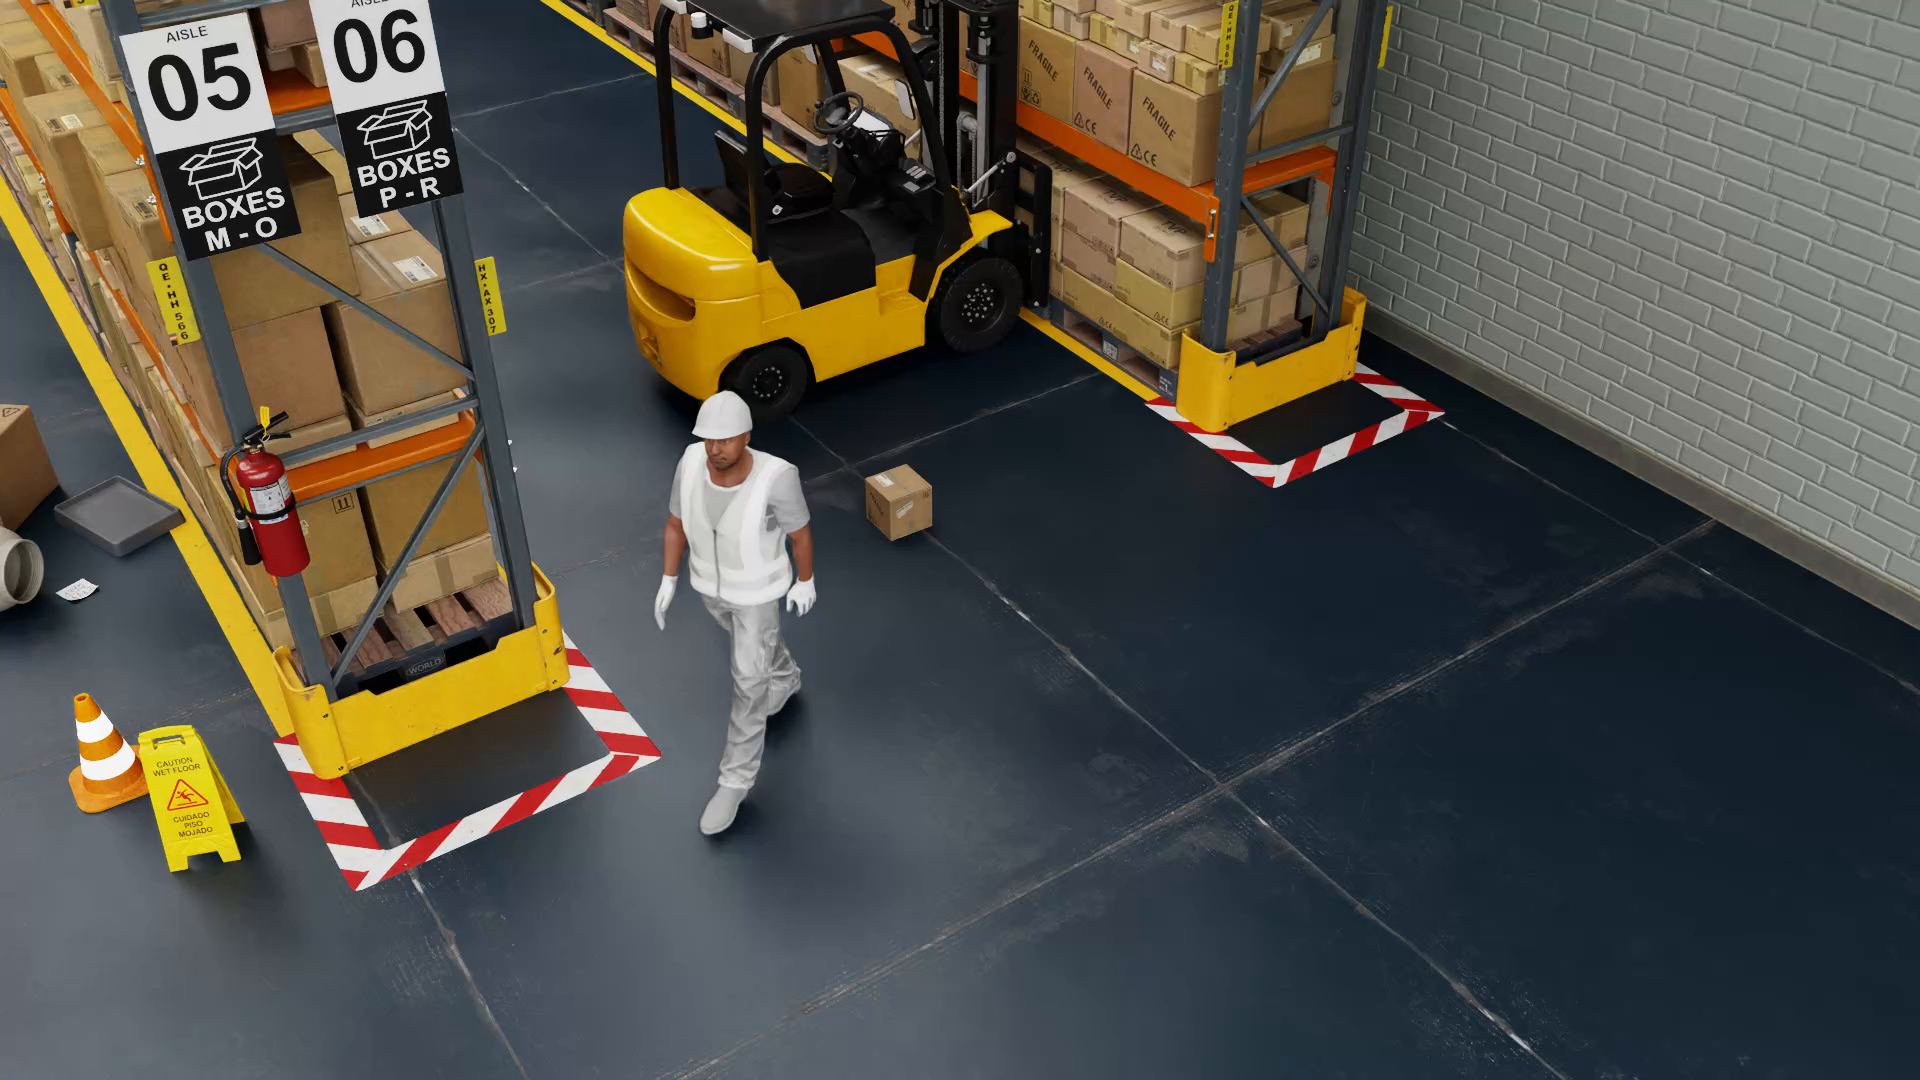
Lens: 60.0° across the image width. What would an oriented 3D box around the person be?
[{"bbox_3d":[-0.934,0.214,6.660,0.565,1.736,0.983,16,39,21],"label":"person"}]
